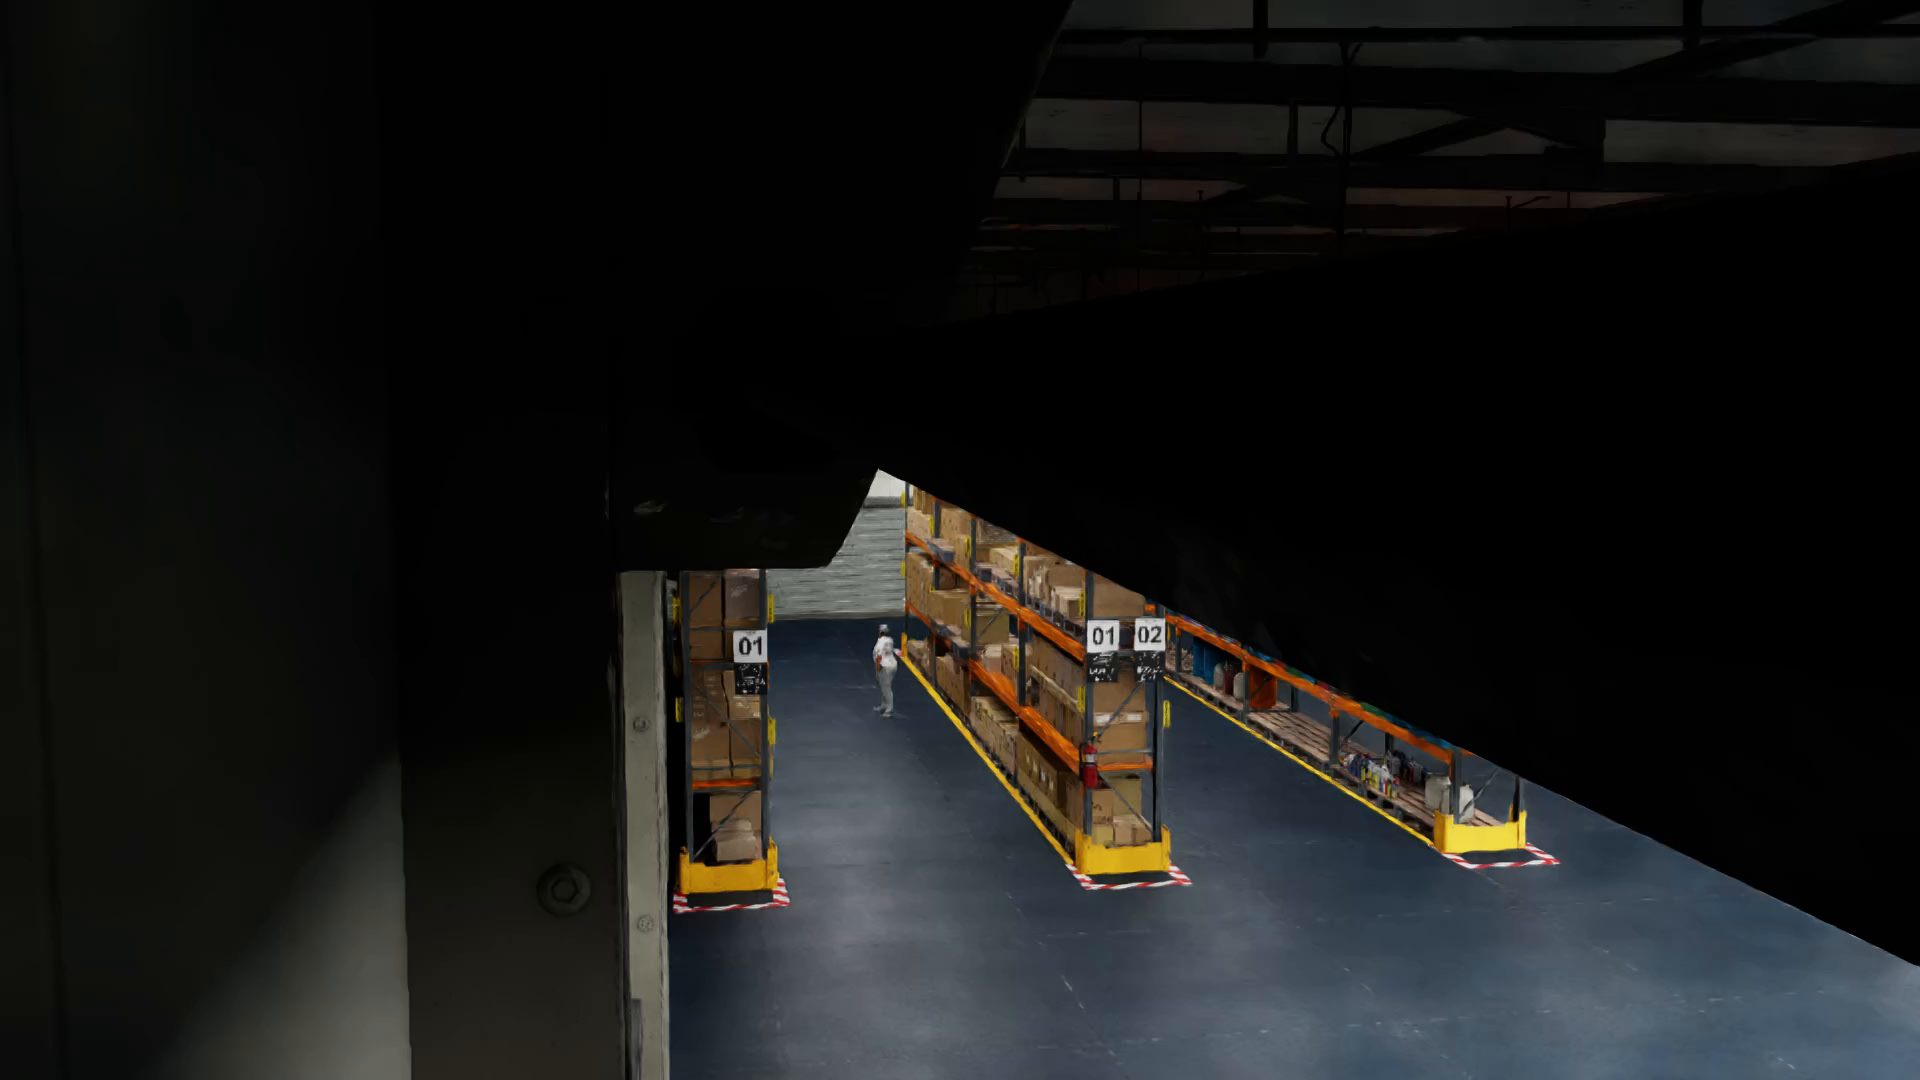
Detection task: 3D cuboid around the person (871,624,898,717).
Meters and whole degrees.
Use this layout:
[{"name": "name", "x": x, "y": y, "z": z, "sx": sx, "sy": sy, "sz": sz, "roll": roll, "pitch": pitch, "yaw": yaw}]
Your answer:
[{"name": "person", "x": -1.398, "y": 2.353, "z": 30.314, "sx": 0.554, "sy": 1.659, "sz": 0.599, "roll": 2, "pitch": 6, "yaw": 22}]
